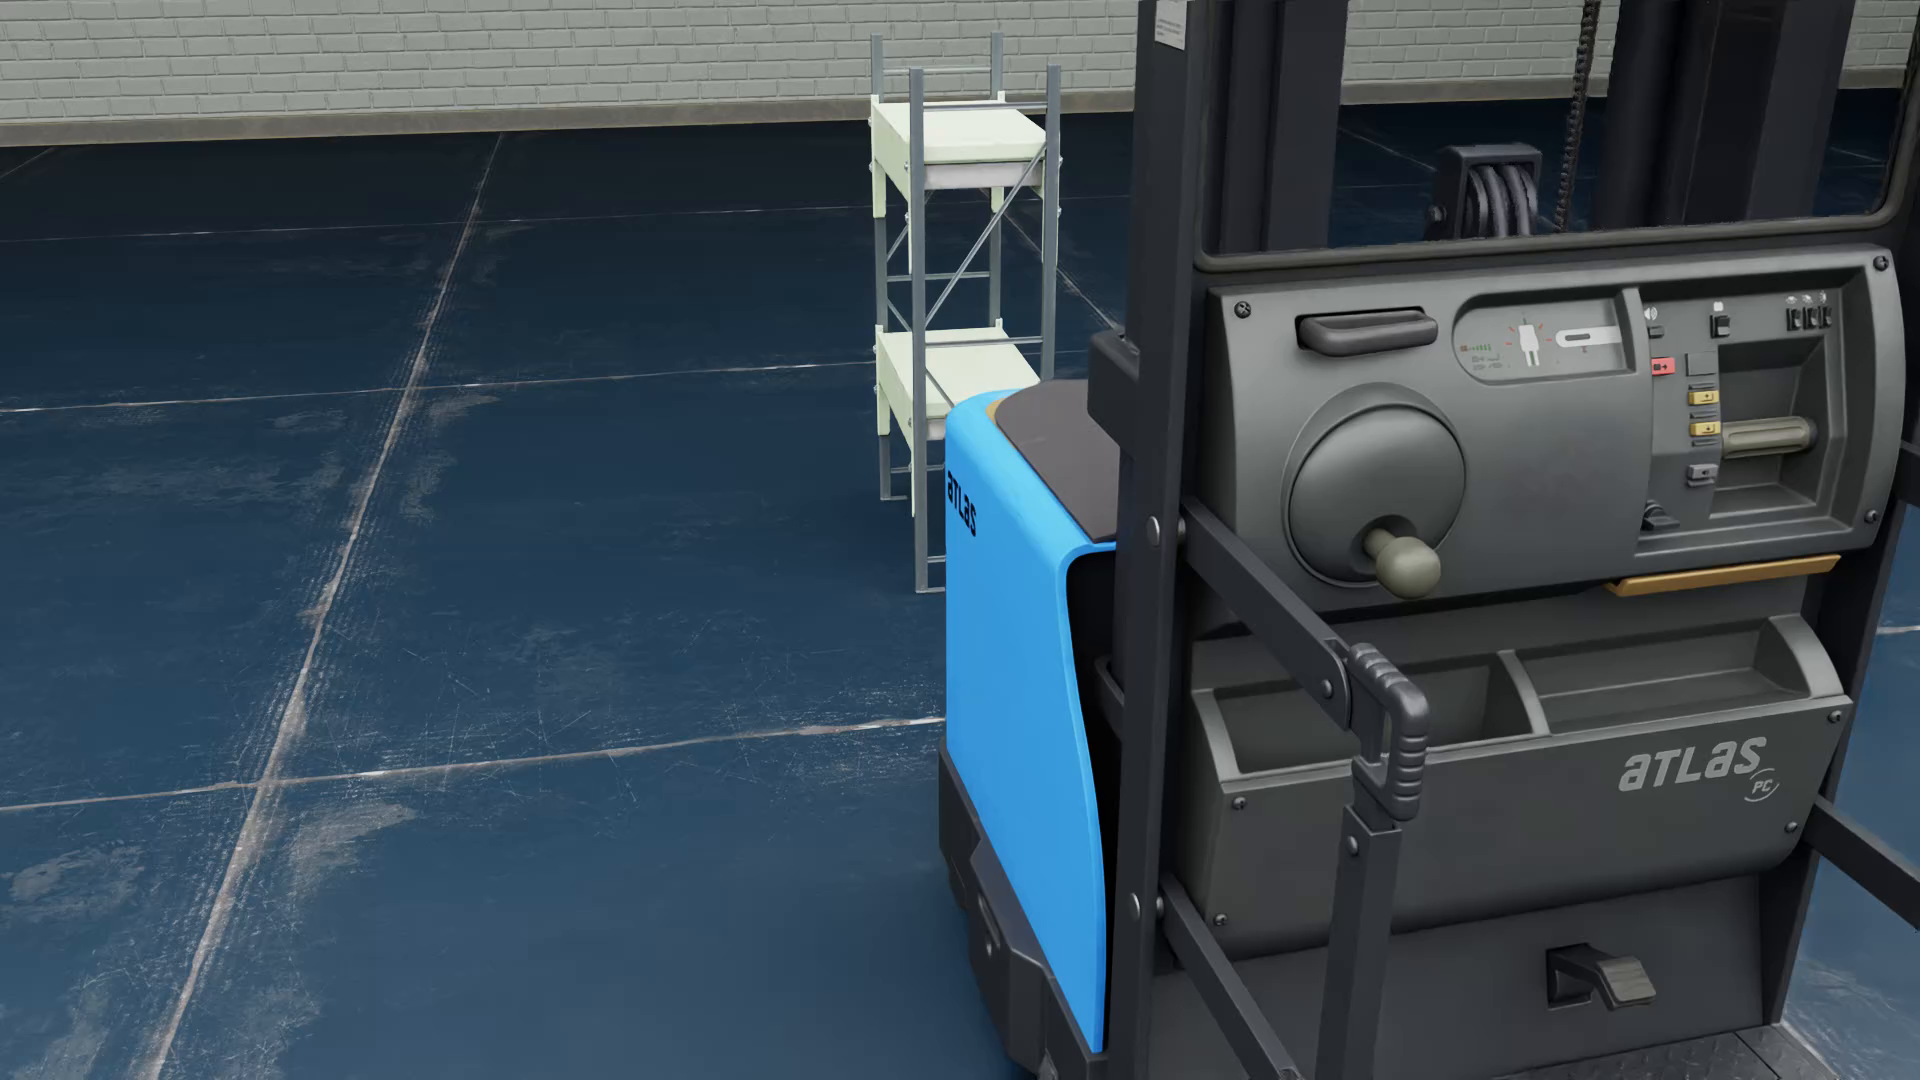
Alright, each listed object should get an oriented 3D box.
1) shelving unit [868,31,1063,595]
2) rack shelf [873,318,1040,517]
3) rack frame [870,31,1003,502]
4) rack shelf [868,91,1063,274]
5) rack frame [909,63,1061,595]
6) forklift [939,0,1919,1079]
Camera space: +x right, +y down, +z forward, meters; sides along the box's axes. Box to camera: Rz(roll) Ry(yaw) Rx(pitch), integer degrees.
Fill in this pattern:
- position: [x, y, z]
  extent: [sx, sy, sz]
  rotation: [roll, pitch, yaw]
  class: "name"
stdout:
- position: [-0.001, -0.690, 4.956]
  extent: [0.431, 1.500, 0.755]
  rotation: [-4, 24, -10]
  class: "shelving unit"
- position: [-0.001, -0.391, 5.086]
  extent: [0.431, 0.370, 0.720]
  rotation: [-4, 24, -10]
  class: "rack shelf"
- position: [-0.069, -0.834, 5.285]
  extent: [0.400, 1.500, 0.023]
  rotation: [-4, 24, -10]
  class: "rack frame"
- position: [-0.001, -1.048, 4.800]
  extent: [0.431, 0.370, 0.720]
  rotation: [-4, 24, -10]
  class: "rack shelf"
- position: [0.066, -0.546, 4.626]
  extent: [0.400, 1.500, 0.023]
  rotation: [-4, 24, -10]
  class: "rack frame"
- position: [0.817, -0.123, 1.870]
  extent: [1.130, 2.935, 3.031]
  rotation: [-6, 24, -13]
  class: "forklift"
